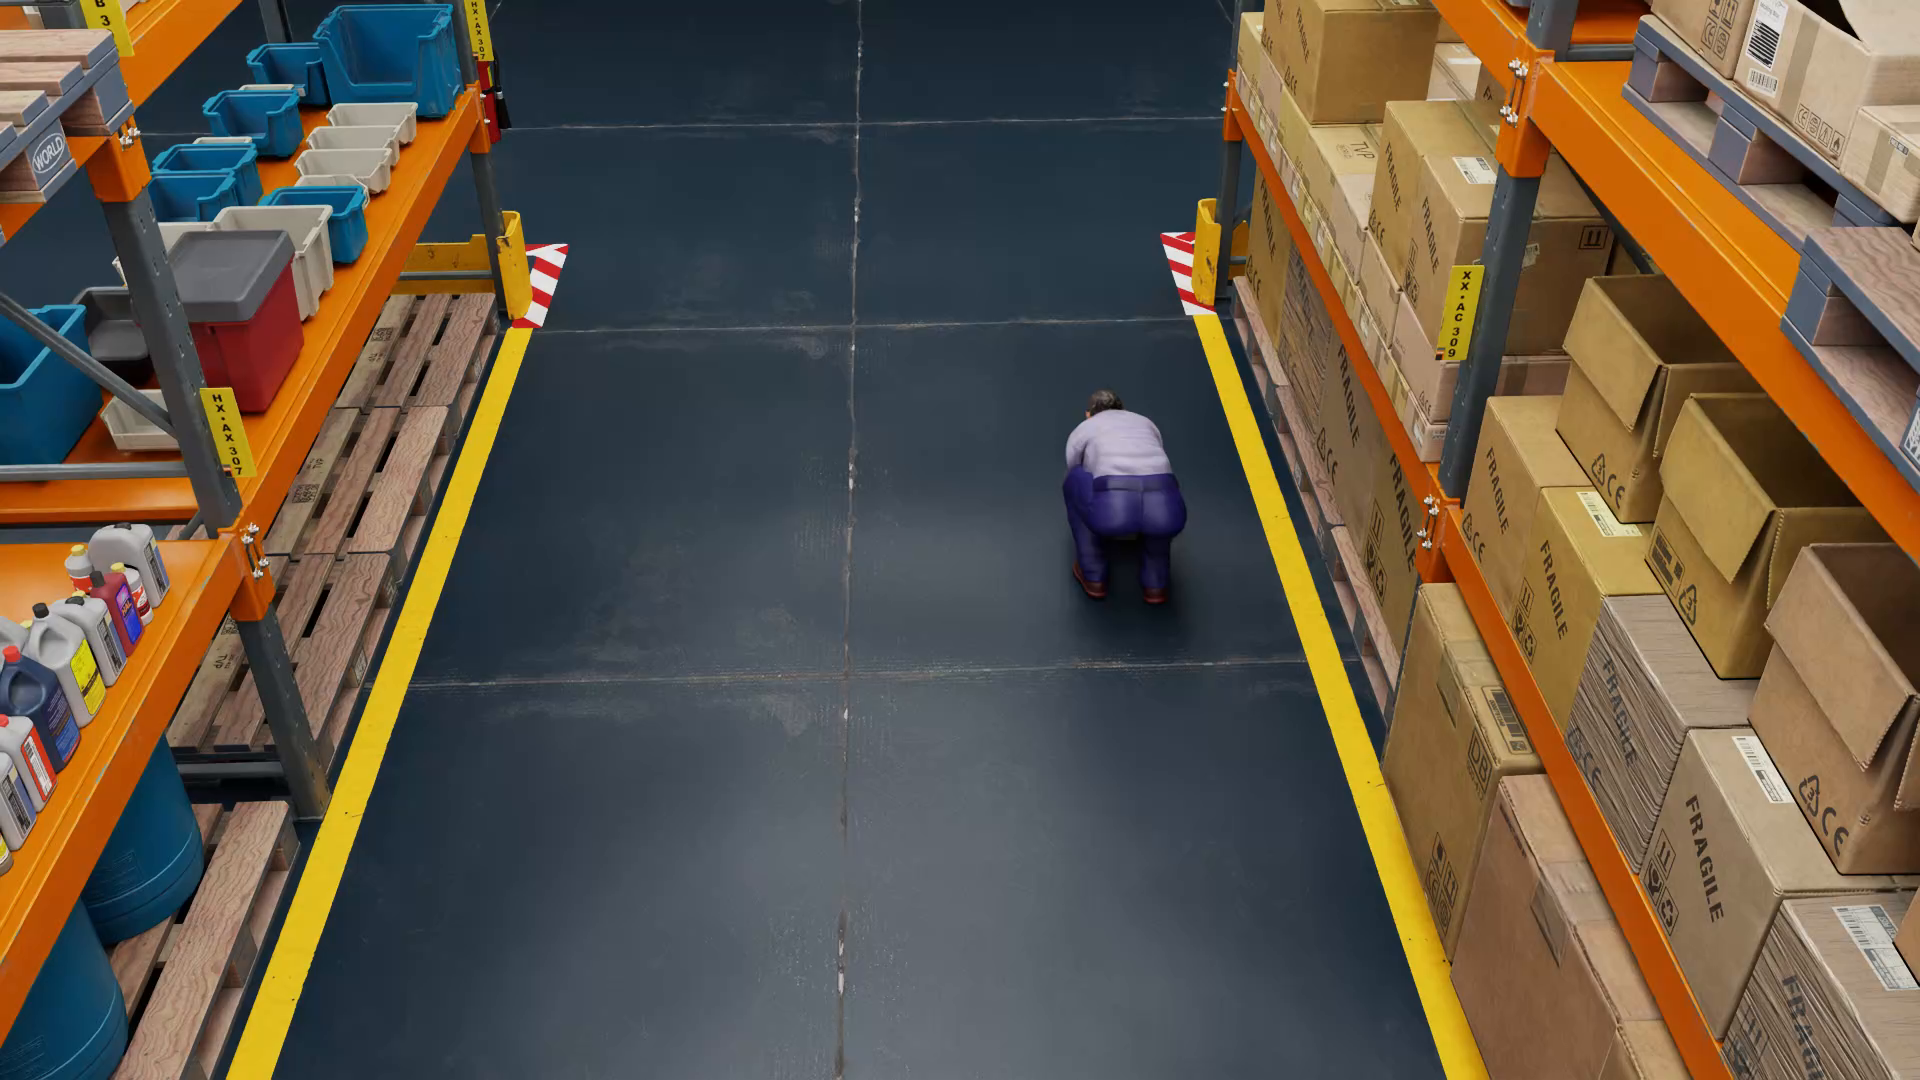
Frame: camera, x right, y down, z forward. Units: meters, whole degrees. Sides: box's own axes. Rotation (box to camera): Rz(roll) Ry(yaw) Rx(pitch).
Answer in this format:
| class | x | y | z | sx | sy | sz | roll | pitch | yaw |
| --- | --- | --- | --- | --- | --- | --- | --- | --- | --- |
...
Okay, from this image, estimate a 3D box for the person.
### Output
| class | x | y | z | sx | sy | sz | roll | pitch | yaw |
| --- | --- | --- | --- | --- | --- | --- | --- | --- | --- |
| person | 0.695 | -0.212 | 7.169 | 0.508 | 0.829 | 0.900 | -3 | 36 | -4 |
